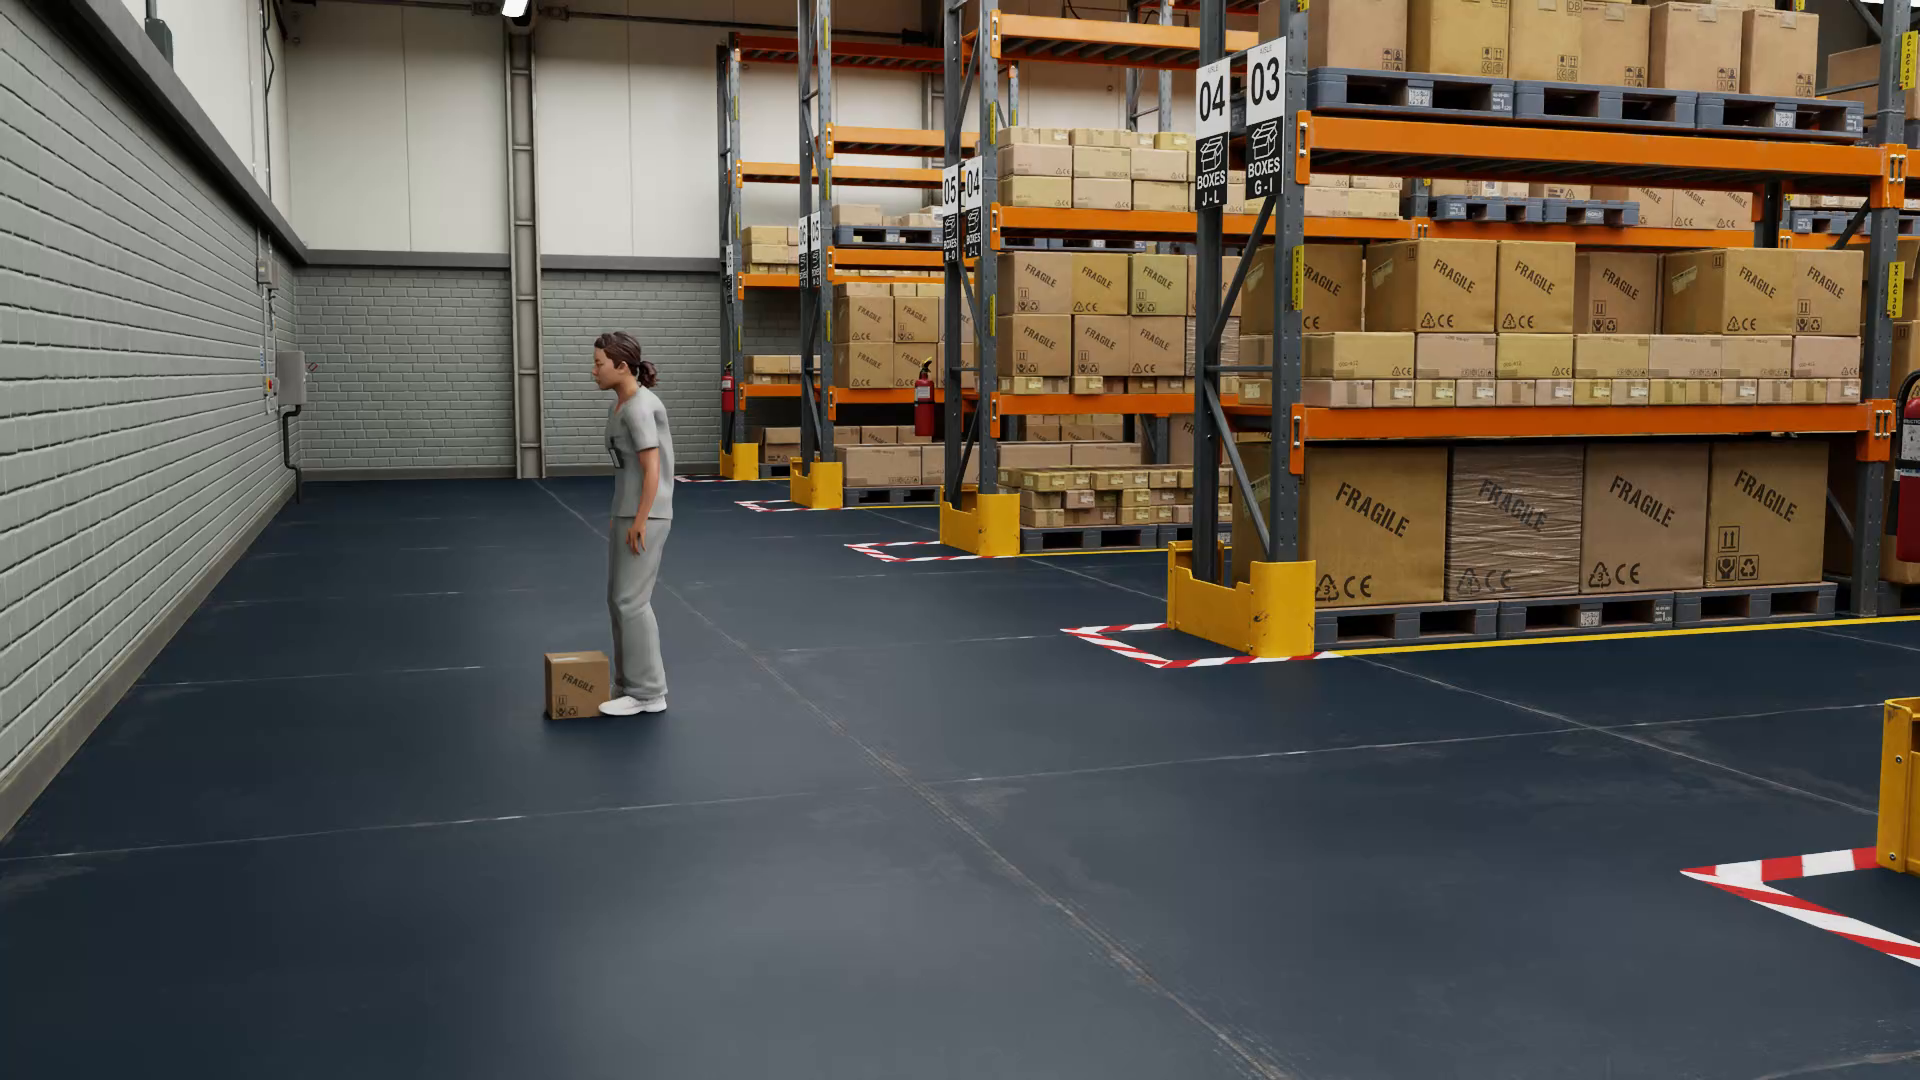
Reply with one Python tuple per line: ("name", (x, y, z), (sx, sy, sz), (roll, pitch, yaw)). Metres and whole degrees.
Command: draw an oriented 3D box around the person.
("person", (-1.450, -0.080, 7.325), (0.366, 1.671, 0.504), (-2, 6, -22))
